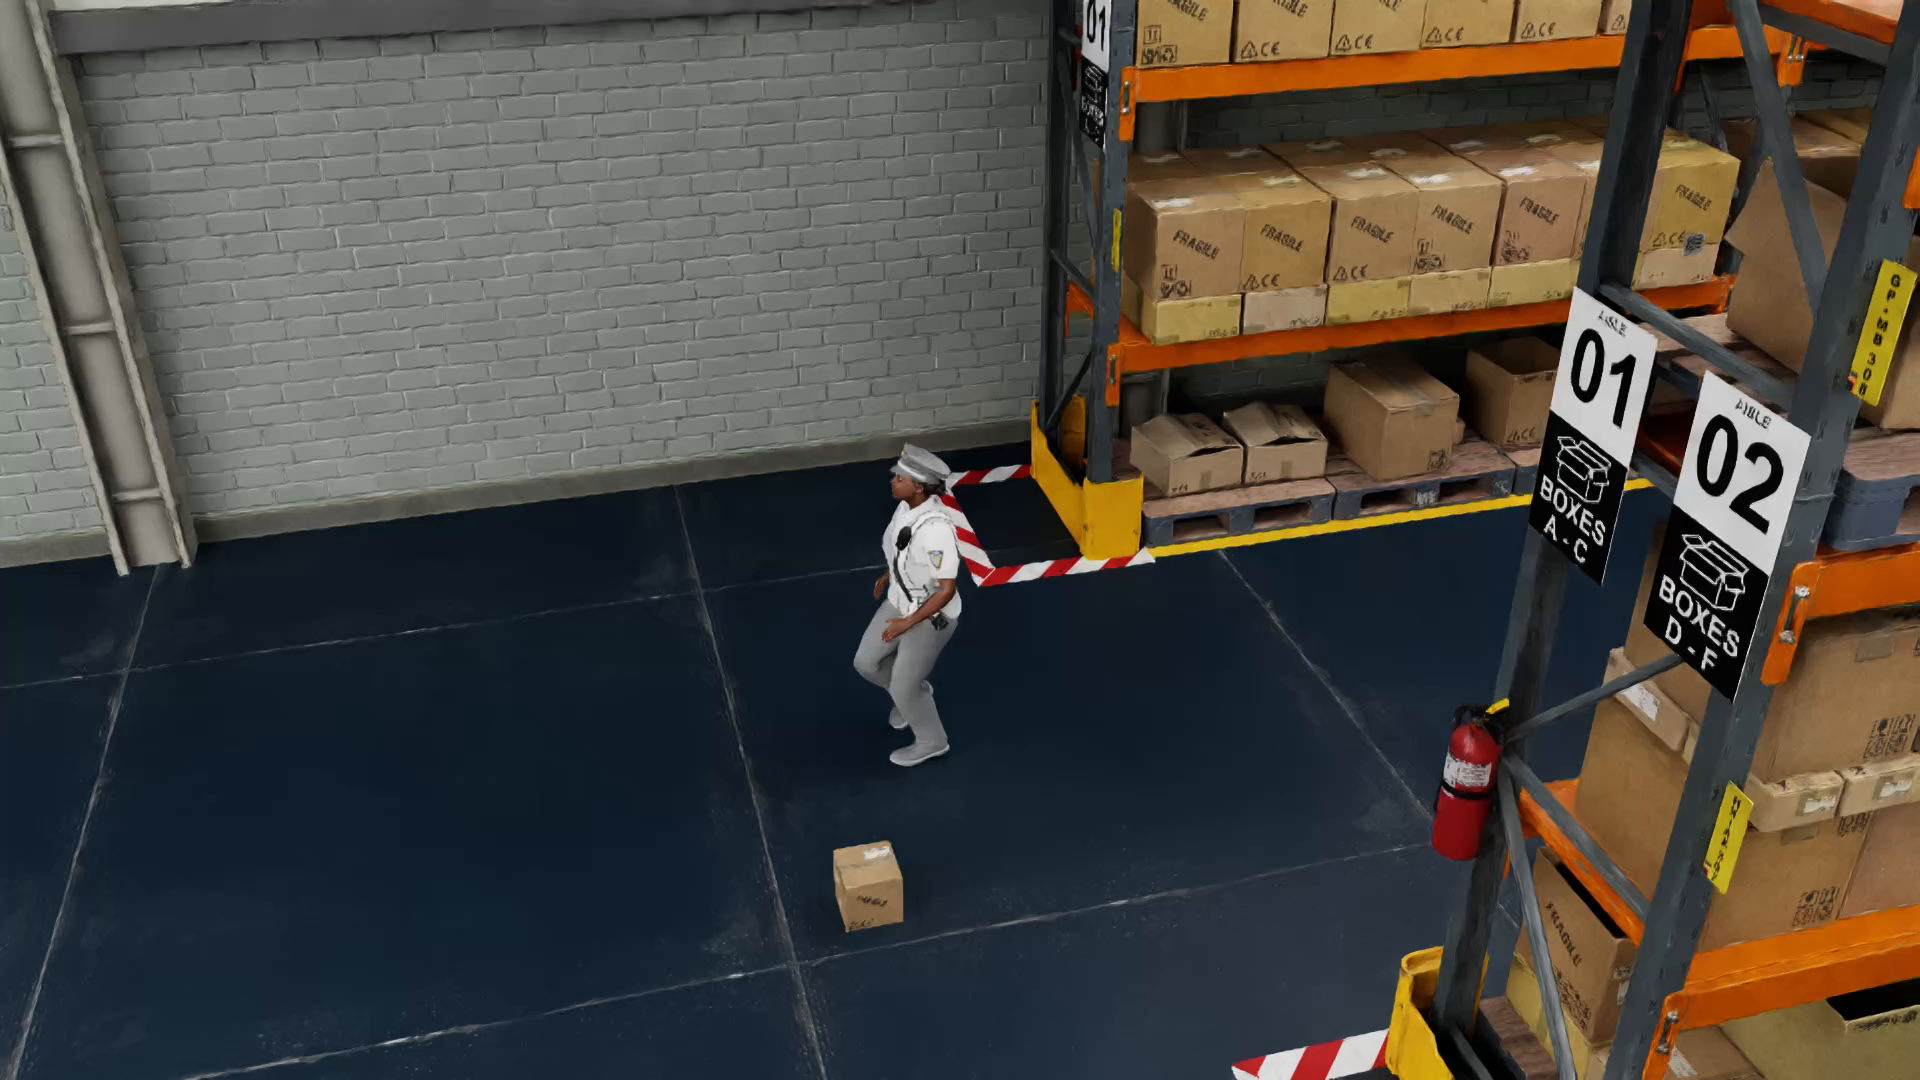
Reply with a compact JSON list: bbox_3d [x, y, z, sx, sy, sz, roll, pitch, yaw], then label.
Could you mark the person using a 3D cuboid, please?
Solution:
[{"bbox_3d":[-0.229,0.332,7.670,0.470,1.665,0.617,-14,33,-22],"label":"person"}]
